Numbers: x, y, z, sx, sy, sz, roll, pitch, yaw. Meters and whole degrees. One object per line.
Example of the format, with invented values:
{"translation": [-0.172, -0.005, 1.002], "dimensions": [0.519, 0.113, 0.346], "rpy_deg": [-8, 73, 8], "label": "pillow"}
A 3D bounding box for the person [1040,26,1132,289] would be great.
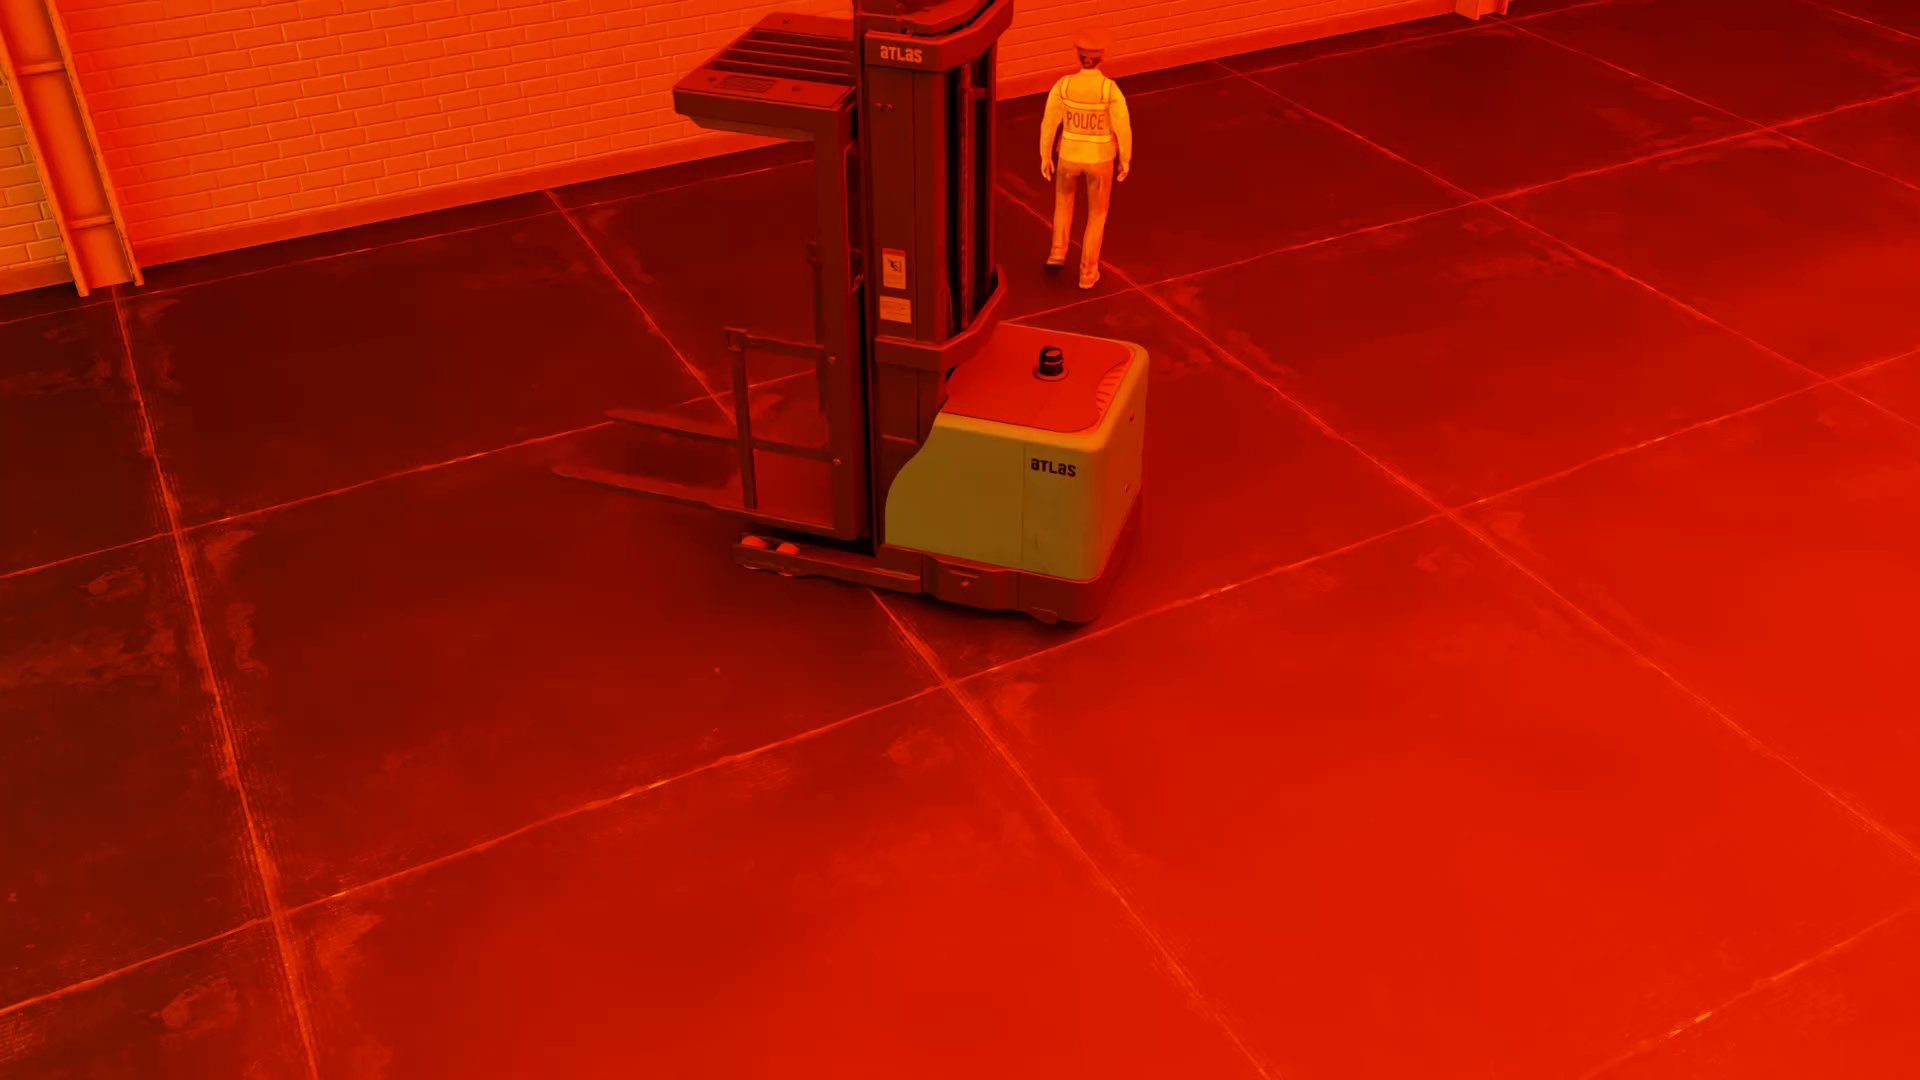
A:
{"translation": [0.817, -2.441, 10.741], "dimensions": [0.591, 1.716, 0.477], "rpy_deg": [10, 36, 13], "label": "person"}

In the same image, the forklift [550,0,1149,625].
{"translation": [-0.632, -1.288, 7.946], "dimensions": [3.031, 2.935, 1.130], "rpy_deg": [11, 37, 15], "label": "forklift"}
